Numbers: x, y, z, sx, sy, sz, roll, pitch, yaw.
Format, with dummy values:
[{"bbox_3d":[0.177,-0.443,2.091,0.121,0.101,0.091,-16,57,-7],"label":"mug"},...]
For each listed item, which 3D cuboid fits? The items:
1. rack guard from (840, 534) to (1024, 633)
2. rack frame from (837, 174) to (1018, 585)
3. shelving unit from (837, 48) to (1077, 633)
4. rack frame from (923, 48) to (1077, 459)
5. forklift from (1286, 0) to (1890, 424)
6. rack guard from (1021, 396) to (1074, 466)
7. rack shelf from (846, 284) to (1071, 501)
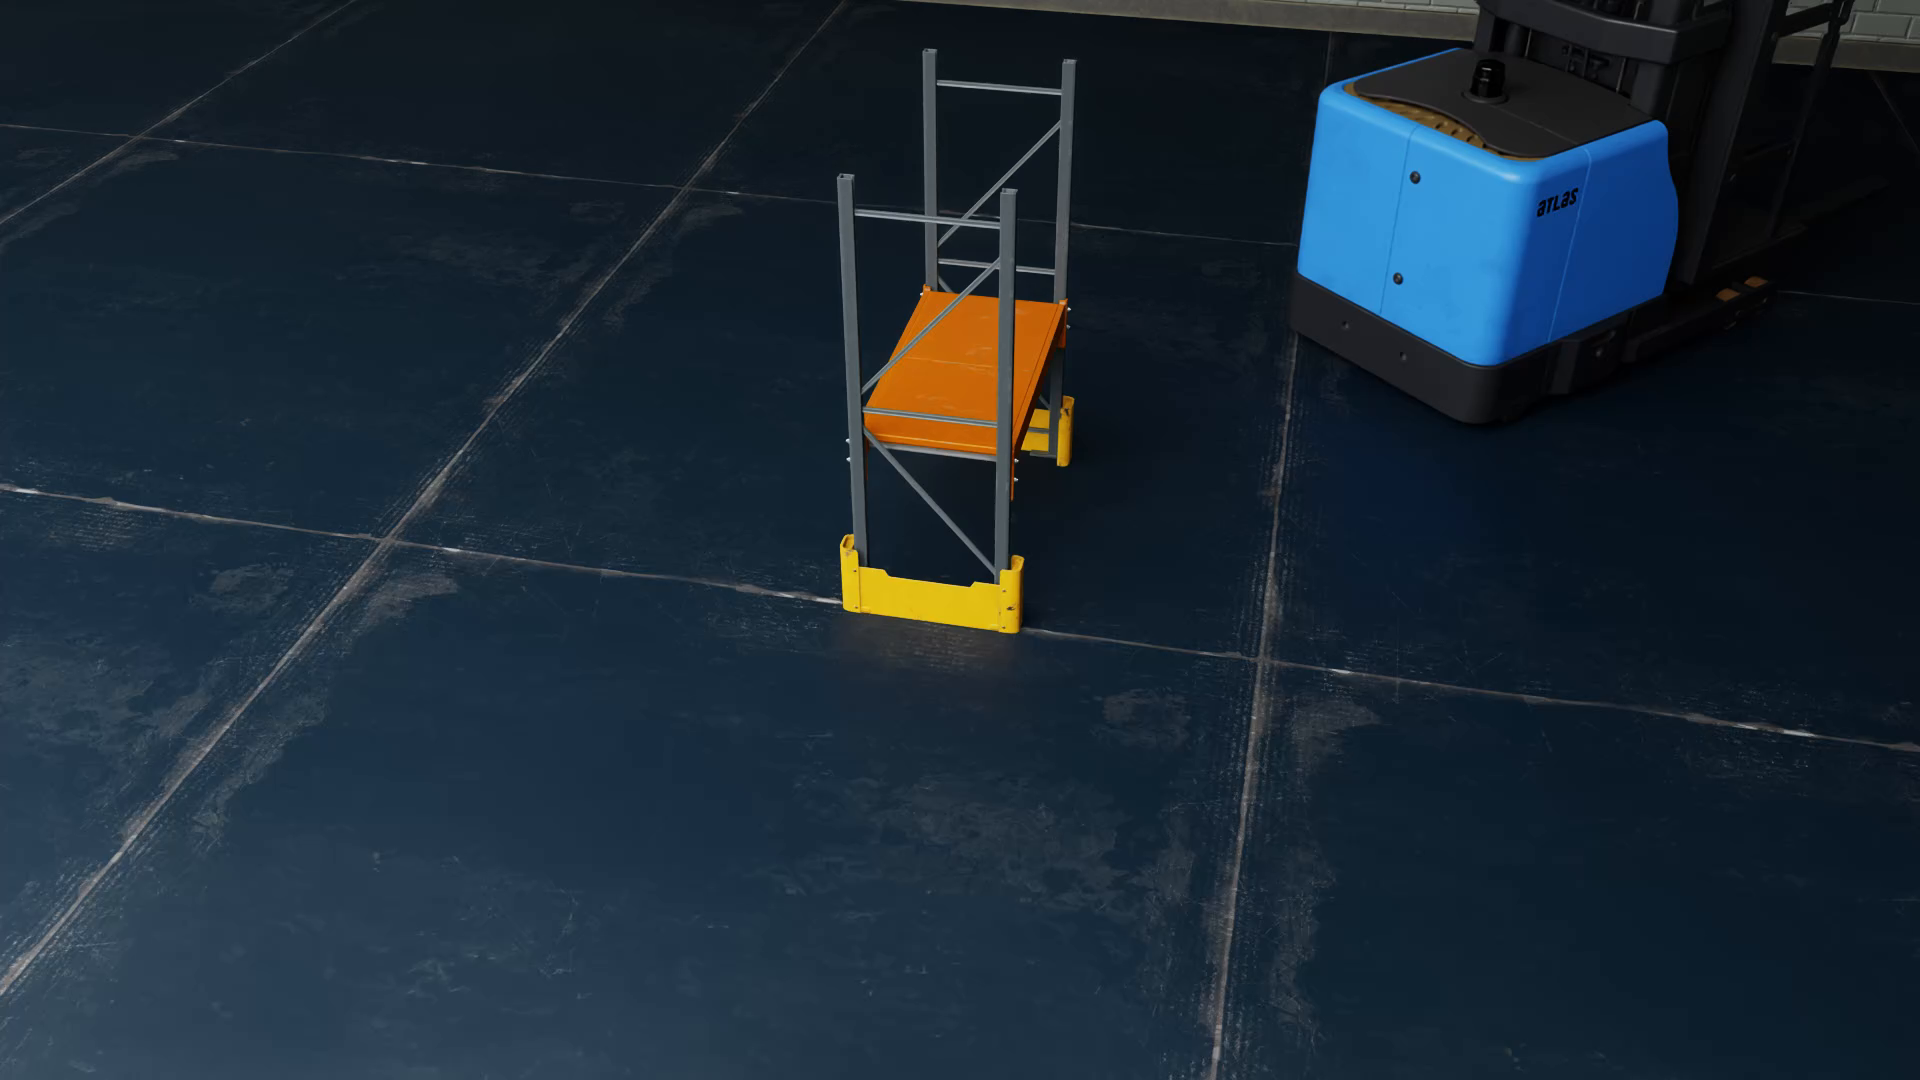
[{"bbox_3d":[-0.090,0.141,5.343,0.587,0.250,0.087,7,37,10],"label":"rack guard"},{"bbox_3d":[-0.090,-0.365,4.975,0.500,1.500,0.032,7,37,10],"label":"rack frame"},{"bbox_3d":[0.016,-0.651,5.370,0.587,1.500,1.083,7,37,10],"label":"shelving unit"},{"bbox_3d":[0.127,-0.948,5.779,0.500,1.500,0.032,7,37,10],"label":"rack frame"},{"bbox_3d":[2.846,-2.301,6.428,3.031,2.935,1.130,-22,42,-28],"label":"forklift"},{"bbox_3d":[0.123,-0.430,6.131,0.587,0.250,0.087,7,37,10],"label":"rack guard"},{"bbox_3d":[0.018,-0.511,5.483,0.538,0.185,1.000,7,37,10],"label":"rack shelf"}]
